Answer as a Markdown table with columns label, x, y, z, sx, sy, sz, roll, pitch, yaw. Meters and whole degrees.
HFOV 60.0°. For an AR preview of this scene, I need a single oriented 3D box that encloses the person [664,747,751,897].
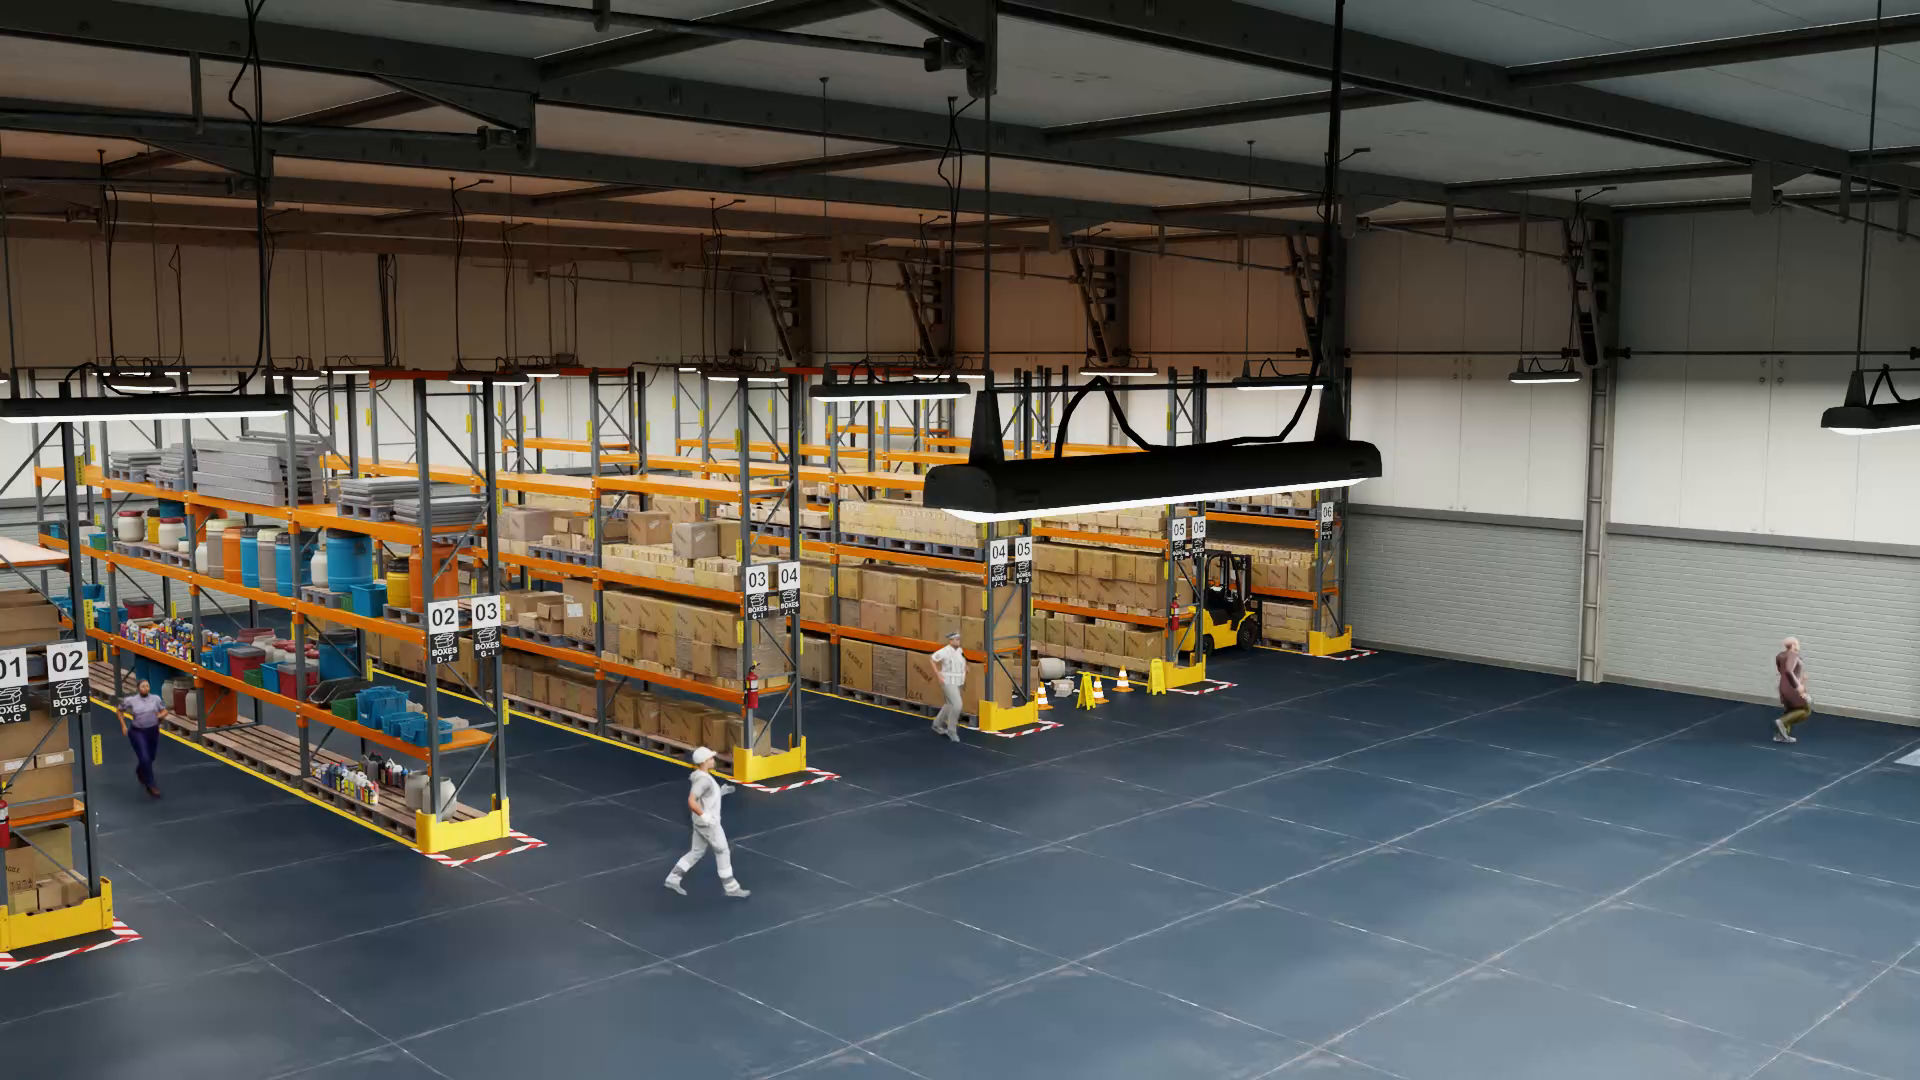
| label | x | y | z | sx | sy | sz | roll | pitch | yaw |
| --- | --- | --- | --- | --- | --- | --- | --- | --- | --- |
| person | -2.915 | 3.256 | 19.128 | 0.985 | 1.781 | 0.659 | -3 | 7 | -23 |

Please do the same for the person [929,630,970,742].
| label | x | y | z | sx | sy | sz | roll | pitch | yaw |
| --- | --- | --- | --- | --- | --- | --- | --- | --- | --- |
| person | -0.147 | 2.393 | 27.427 | 0.726 | 1.825 | 0.646 | 4 | 8 | 33 |

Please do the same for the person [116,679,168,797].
| label | x | y | z | sx | sy | sz | roll | pitch | yaw |
| --- | --- | --- | --- | --- | --- | --- | --- | --- | --- |
| person | -11.723 | 2.797 | 23.904 | 0.937 | 1.651 | 0.599 | 5 | 8 | 40 |

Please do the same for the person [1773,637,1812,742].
| label | x | y | z | sx | sy | sz | roll | pitch | yaw |
| --- | --- | --- | --- | --- | --- | --- | --- | --- | --- |
| person | 13.521 | 2.430 | 26.977 | 0.627 | 1.734 | 0.705 | 0 | 6 | 1 |
